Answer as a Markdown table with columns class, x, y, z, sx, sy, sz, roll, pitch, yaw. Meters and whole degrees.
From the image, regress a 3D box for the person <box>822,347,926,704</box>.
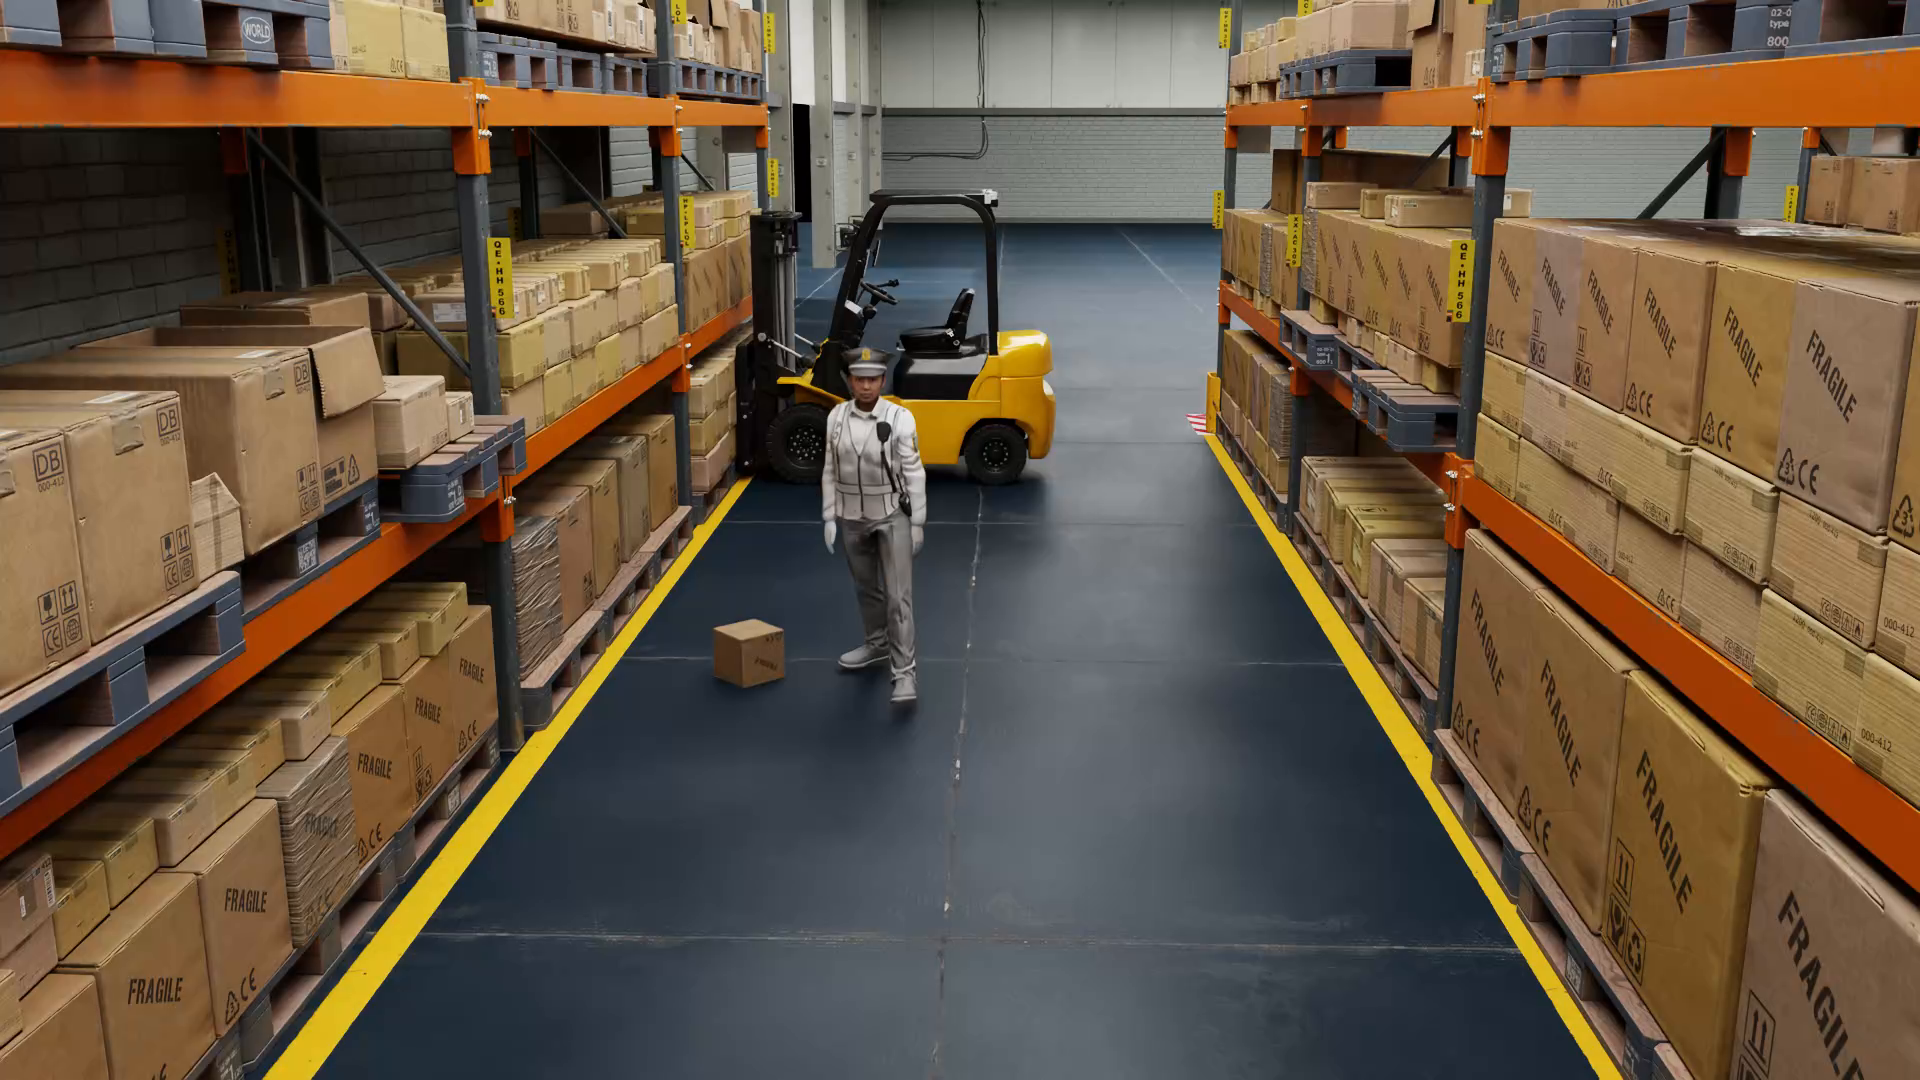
| class | x | y | z | sx | sy | sz | roll | pitch | yaw |
| --- | --- | --- | --- | --- | --- | --- | --- | --- | --- |
| person | -0.386 | -0.094 | 7.801 | 0.625 | 1.646 | 0.825 | 5 | 15 | 19 |
